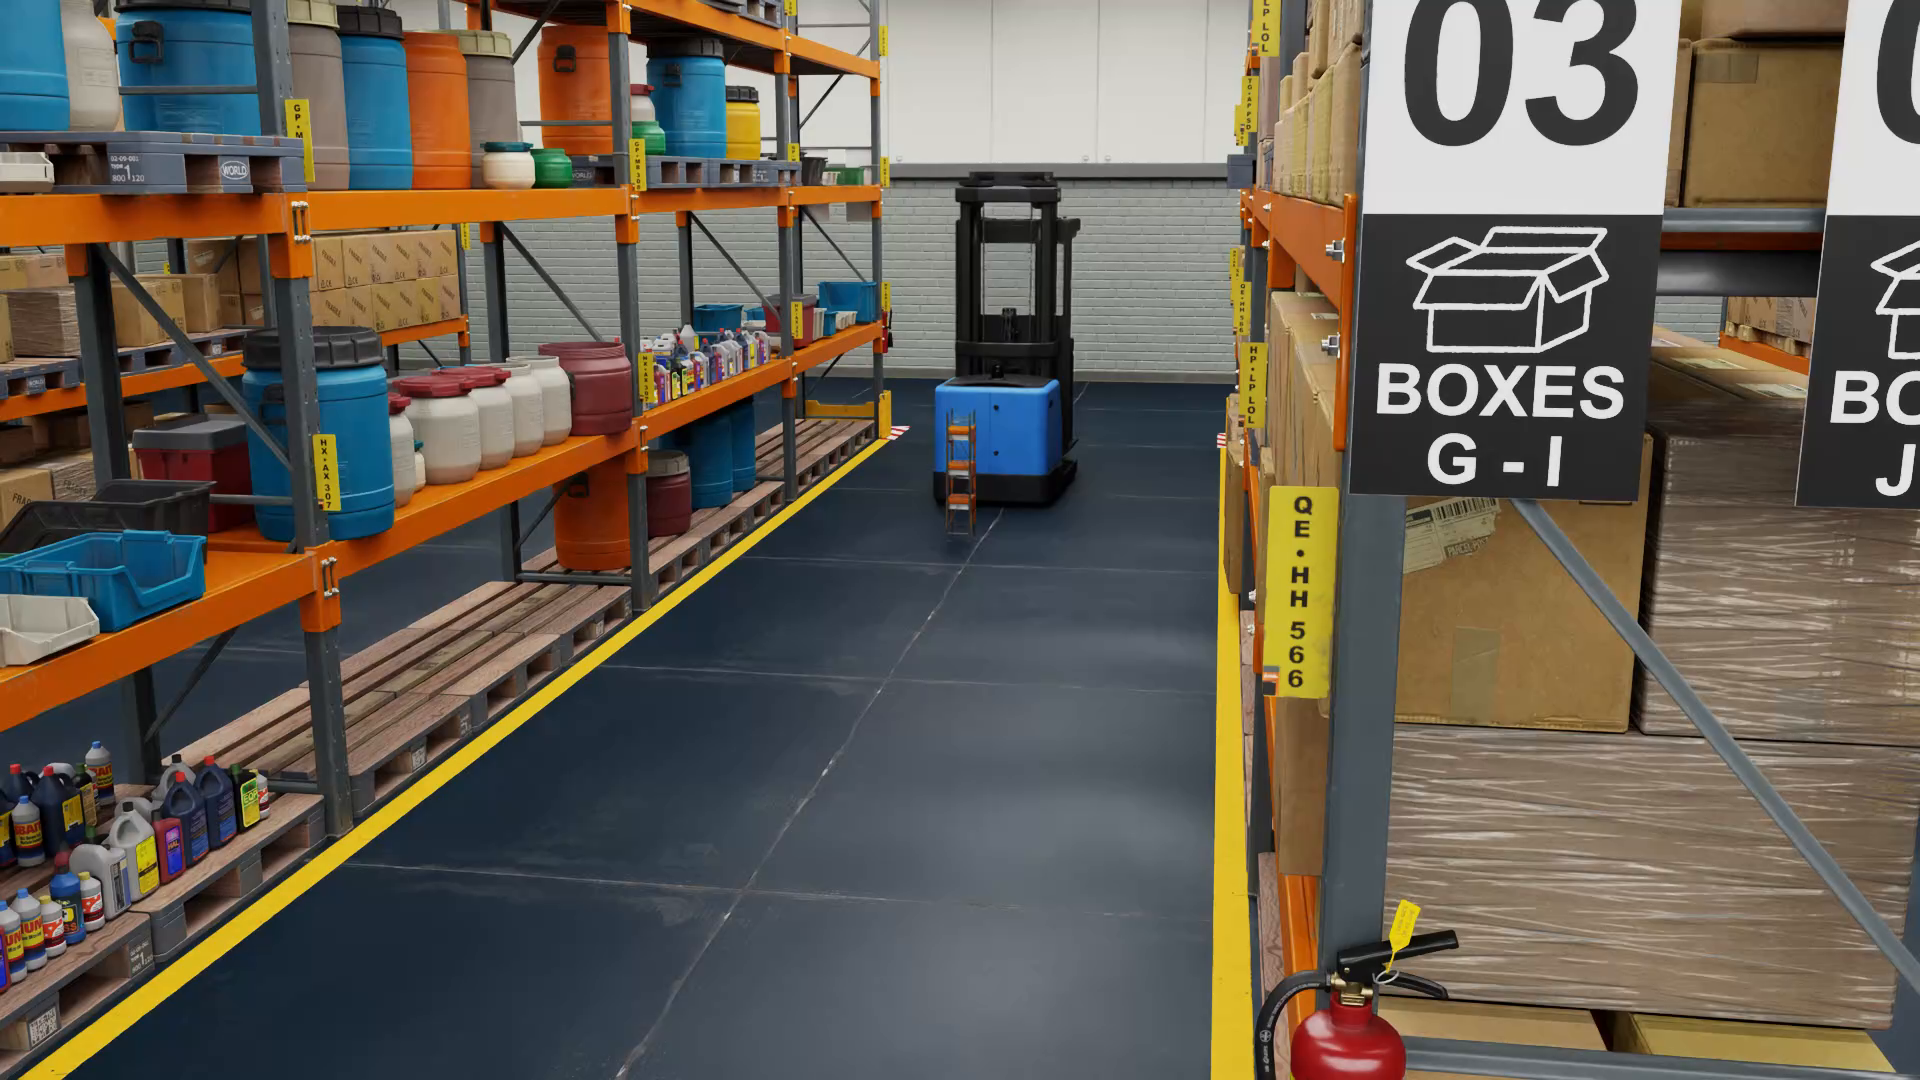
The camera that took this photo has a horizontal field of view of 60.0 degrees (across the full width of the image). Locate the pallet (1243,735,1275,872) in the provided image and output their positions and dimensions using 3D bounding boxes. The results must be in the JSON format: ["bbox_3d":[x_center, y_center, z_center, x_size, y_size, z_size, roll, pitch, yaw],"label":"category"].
[{"bbox_3d":[1.790,1.191,7.464,1.003,0.211,1.213,2,12,9],"label":"pallet"}]

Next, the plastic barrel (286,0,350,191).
[{"bbox_3d":[-3.258,-2.131,7.949,0.600,0.901,0.600,0,12,0],"label":"plastic barrel"}]

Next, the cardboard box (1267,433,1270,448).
[{"bbox_3d":[1.541,-0.112,5.951,0.875,0.500,0.500,2,12,9],"label":"cardboard box"}]

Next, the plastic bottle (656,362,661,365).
[{"bbox_3d":[-2.166,-1.141,11.973,0.097,0.271,0.097,0,12,0],"label":"plastic bottle"}]

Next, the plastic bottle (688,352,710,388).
[{"bbox_3d":[-2.008,-1.310,12.748,0.152,0.276,0.135,2,12,9],"label":"plastic bottle"}]

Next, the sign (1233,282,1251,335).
[{"bbox_3d":[1.738,-1.426,10.240,0.100,0.325,0.005,2,12,9],"label":"sign"}]

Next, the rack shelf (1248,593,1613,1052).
[{"bbox_3d":[1.364,0.758,4.562,1.077,0.370,4.000,2,12,9],"label":"rack shelf"}]

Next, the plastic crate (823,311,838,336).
[{"bbox_3d":[-1.440,-2.180,16.743,0.416,0.233,0.300,2,12,9],"label":"plastic crate"}]

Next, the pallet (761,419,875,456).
[{"bbox_3d":[-1.542,-1.135,18.257,1.003,0.211,1.213,2,12,9],"label":"pallet"}]

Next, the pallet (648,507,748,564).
[{"bbox_3d":[-2.337,-0.058,13.263,1.003,0.211,1.213,2,12,9],"label":"pallet"}]

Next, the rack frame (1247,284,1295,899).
[{"bbox_3d":[1.671,-0.010,6.418,1.000,3.000,0.127,2,12,9],"label":"rack frame"}]

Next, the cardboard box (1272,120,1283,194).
[{"bbox_3d":[1.349,-1.317,5.721,0.500,0.250,0.500,1,12,6],"label":"cardboard box"}]

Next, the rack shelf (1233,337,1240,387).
[{"bbox_3d":[3.209,-1.740,16.153,1.077,0.370,4.000,2,12,9],"label":"rack shelf"}]

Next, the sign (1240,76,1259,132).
[{"bbox_3d":[1.740,-2.620,9.994,0.100,0.325,0.005,2,12,9],"label":"sign"}]

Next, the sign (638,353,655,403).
[{"bbox_3d":[-2.063,-1.066,10.933,0.100,0.325,0.005,2,12,9],"label":"sign"}]

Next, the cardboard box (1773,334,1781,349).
[{"bbox_3d":[7.900,-1.873,15.661,0.380,0.149,0.250,2,12,8],"label":"cardboard box"}]

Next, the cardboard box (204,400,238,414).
[{"bbox_3d":[-7.079,-1.118,16.448,0.500,0.500,0.500,2,12,9],"label":"cardboard box"}]

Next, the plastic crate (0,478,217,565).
[{"bbox_3d":[-3.429,-0.035,6.683,0.767,0.338,0.504,2,12,9],"label":"plastic crate"}]

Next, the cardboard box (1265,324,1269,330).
[{"bbox_3d":[2.356,-1.320,12.259,0.500,0.500,0.500,2,12,10],"label":"cardboard box"}]

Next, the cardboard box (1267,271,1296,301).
[{"bbox_3d":[2.415,-1.533,10.869,0.797,0.503,0.637,2,12,11],"label":"cardboard box"}]

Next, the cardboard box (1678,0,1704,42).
[{"bbox_3d":[1.380,-0.922,2.942,0.380,0.149,0.250,2,12,8],"label":"cardboard box"}]

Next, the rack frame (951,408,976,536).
[{"bbox_3d":[0.027,-0.550,13.552,0.200,1.050,0.008,2,12,9],"label":"rack frame"}]

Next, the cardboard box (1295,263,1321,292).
[{"bbox_3d":[1.932,-0.669,7.057,1.000,1.000,1.000,2,12,9],"label":"cardboard box"}]

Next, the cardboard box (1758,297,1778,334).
[{"bbox_3d":[7.915,-2.222,15.740,0.500,0.500,0.500,2,12,9],"label":"cardboard box"}]

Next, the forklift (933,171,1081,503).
[{"bbox_3d":[0.548,-2.025,15.931,1.130,2.935,3.031,2,12,11],"label":"forklift"}]

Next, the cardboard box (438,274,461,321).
[{"bbox_3d":[-6.071,-2.776,19.018,0.500,0.500,0.500,2,12,10],"label":"cardboard box"}]

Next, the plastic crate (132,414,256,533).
[{"bbox_3d":[-3.450,-0.312,7.669,0.402,0.464,0.583,2,12,9],"label":"plastic crate"}]

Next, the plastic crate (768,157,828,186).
[{"bbox_3d":[-1.530,-3.488,15.746,0.497,0.269,0.590,2,12,9],"label":"plastic crate"}]

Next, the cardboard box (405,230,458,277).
[{"bbox_3d":[-6.068,-3.265,18.915,0.500,0.500,0.500,2,12,8],"label":"cardboard box"}]

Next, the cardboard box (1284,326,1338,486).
[{"bbox_3d":[1.132,-0.295,4.424,0.500,0.500,0.500,2,12,9],"label":"cardboard box"}]

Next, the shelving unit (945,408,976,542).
[{"bbox_3d":[0.008,-0.524,13.434,0.215,1.050,0.252,2,12,9],"label":"shelving unit"}]

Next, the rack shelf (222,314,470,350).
[{"bbox_3d":[-6.578,-2.061,17.646,1.077,0.370,4.000,2,12,9],"label":"rack shelf"}]

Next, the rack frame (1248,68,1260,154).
[{"bbox_3d":[2.902,-4.608,13.513,1.000,3.000,0.127,2,12,9],"label":"rack frame"}]

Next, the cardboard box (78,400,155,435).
[{"bbox_3d":[-7.355,-1.055,14.380,0.500,0.250,0.500,2,12,9],"label":"cardboard box"}]

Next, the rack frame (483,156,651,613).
[{"bbox_3d":[-2.607,-1.003,11.026,1.000,3.000,0.127,2,12,9],"label":"rack frame"}]

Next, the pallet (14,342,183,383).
[{"bbox_3d":[-7.207,-1.475,13.674,1.003,0.211,1.213,2,12,9],"label":"pallet"}]

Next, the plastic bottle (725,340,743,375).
[{"bbox_3d":[-1.867,-1.501,13.634,0.152,0.276,0.135,2,12,9],"label":"plastic bottle"}]

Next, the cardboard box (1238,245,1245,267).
[{"bbox_3d":[3.100,-2.751,17.008,0.500,0.500,0.500,2,12,7],"label":"cardboard box"}]

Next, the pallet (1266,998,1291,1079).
[{"bbox_3d":[1.418,1.749,4.876,1.003,0.211,1.213,2,12,9],"label":"pallet"}]

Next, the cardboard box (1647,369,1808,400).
[{"bbox_3d":[1.494,-0.070,3.379,0.500,0.500,0.500,2,12,9],"label":"cardboard box"}]

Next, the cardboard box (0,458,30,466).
[{"bbox_3d":[-7.589,-0.359,12.930,0.500,0.500,0.500,2,12,11],"label":"cardboard box"}]

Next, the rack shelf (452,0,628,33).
[{"bbox_3d":[-2.915,-2.972,8.580,1.077,0.370,4.000,2,12,9],"label":"rack shelf"}]

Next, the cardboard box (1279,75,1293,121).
[{"bbox_3d":[1.317,-1.540,5.808,0.380,0.149,0.250,2,12,7],"label":"cardboard box"}]

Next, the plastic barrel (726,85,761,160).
[{"bbox_3d":[-1.932,-3.402,13.598,0.600,0.588,0.600,0,12,0],"label":"plastic barrel"}]

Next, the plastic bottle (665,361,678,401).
[{"bbox_3d":[-2.085,-1.148,11.977,0.061,0.283,0.133,2,12,9],"label":"plastic bottle"}]

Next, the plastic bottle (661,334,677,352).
[{"bbox_3d":[-2.496,-1.615,14.160,0.152,0.276,0.135,2,12,9],"label":"plastic bottle"}]

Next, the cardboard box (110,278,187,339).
[{"bbox_3d":[-7.223,-2.014,14.486,0.700,0.500,0.500,4,13,18],"label":"cardboard box"}]

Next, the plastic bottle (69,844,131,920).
[{"bbox_3d":[-3.145,1.231,6.084,0.152,0.276,0.135,2,12,10],"label":"plastic bottle"}]

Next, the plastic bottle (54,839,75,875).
[{"bbox_3d":[-3.250,1.224,6.099,0.061,0.283,0.133,2,12,9],"label":"plastic bottle"}]

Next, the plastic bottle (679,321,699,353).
[{"bbox_3d":[-2.373,-1.740,14.565,0.144,0.351,0.185,2,12,9],"label":"plastic bottle"}]

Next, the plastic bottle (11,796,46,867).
[{"bbox_3d":[-3.660,1.137,6.528,0.097,0.271,0.097,0,12,0],"label":"plastic bottle"}]

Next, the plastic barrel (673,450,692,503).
[{"bbox_3d":[-2.377,-0.450,13.369,0.421,0.512,0.421,0,12,0],"label":"plastic barrel"}]

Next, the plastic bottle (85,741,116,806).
[{"bbox_3d":[-3.705,1.001,7.162,0.097,0.271,0.097,0,12,0],"label":"plastic bottle"}]

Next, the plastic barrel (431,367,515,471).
[{"bbox_3d":[-2.679,-0.671,9.166,0.433,0.535,0.433,0,12,0],"label":"plastic barrel"}]
